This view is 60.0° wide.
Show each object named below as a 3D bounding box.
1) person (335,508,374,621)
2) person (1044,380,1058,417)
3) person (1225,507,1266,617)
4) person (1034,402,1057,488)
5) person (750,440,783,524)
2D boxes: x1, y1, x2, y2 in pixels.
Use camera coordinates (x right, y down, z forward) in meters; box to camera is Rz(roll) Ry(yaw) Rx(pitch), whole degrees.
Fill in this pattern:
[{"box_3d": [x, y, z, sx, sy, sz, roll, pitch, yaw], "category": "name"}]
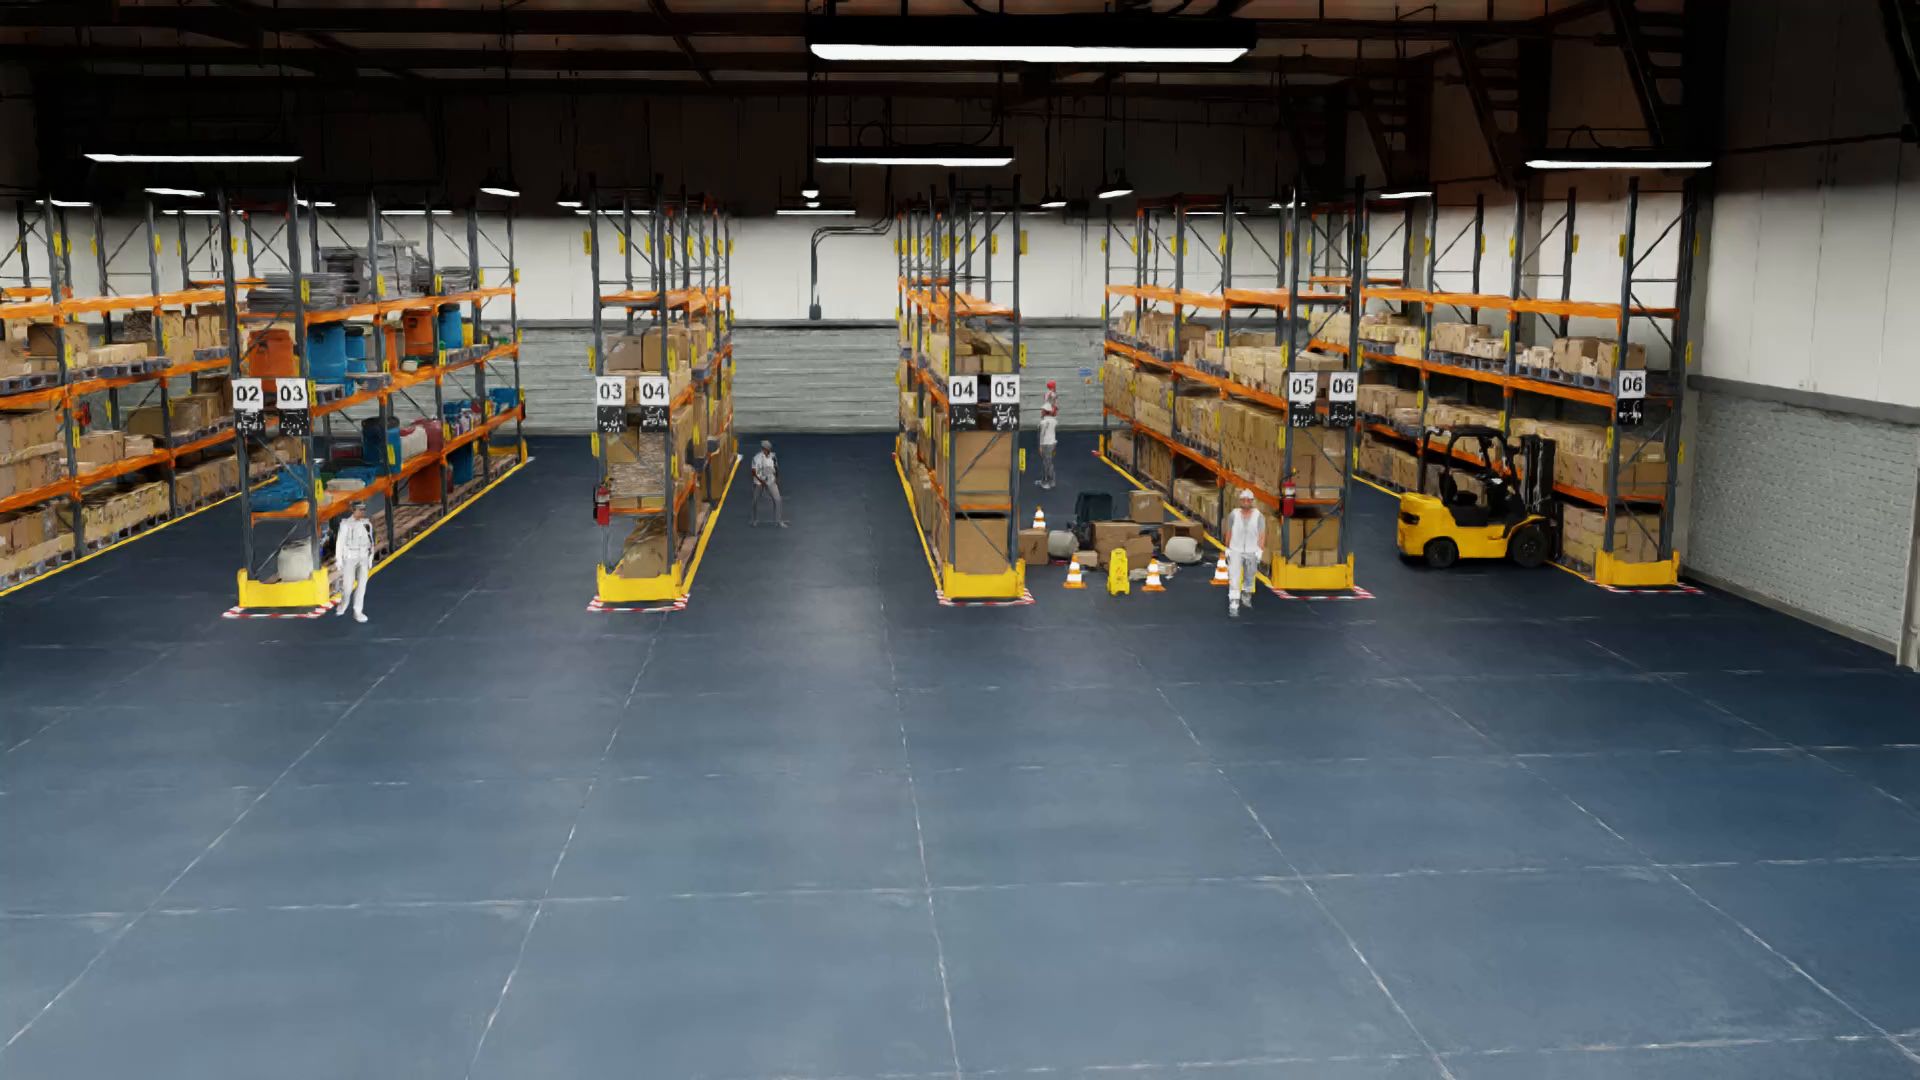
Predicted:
[{"box_3d": [-8.200, 0.263, 22.501, 0.530, 1.649, 0.520, -9, 13, -41], "category": "person"}, {"box_3d": [2.201, -3.100, 40.223, 0.338, 1.537, 0.624, -2, 10, -10], "category": "person"}, {"box_3d": [3.910, 0.273, 22.788, 0.532, 1.491, 1.038, 1, 10, 5], "category": "person"}, {"box_3d": [1.791, -2.000, 34.849, 0.572, 1.769, 0.603, 4, 11, 22], "category": "person"}, {"box_3d": [-3.503, -1.061, 29.848, 0.568, 1.542, 0.812, -4, 11, -21], "category": "person"}]
